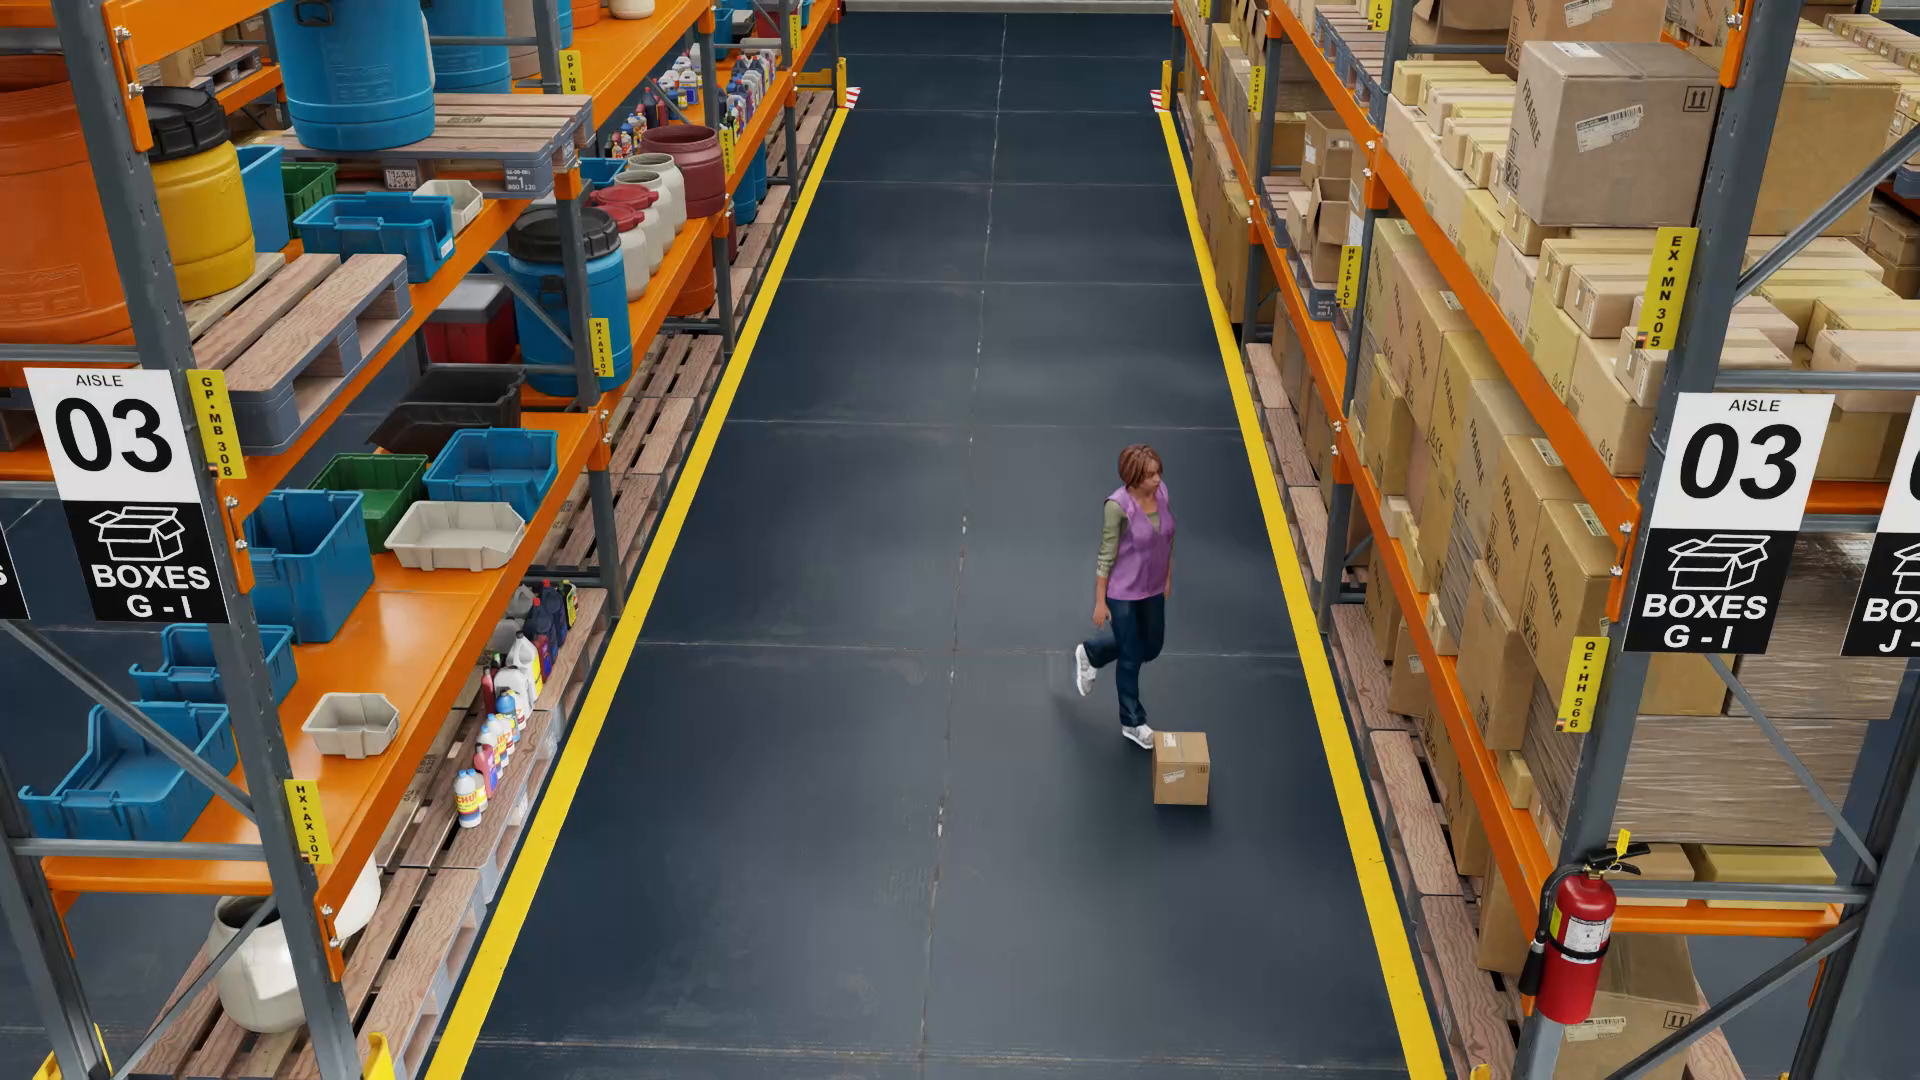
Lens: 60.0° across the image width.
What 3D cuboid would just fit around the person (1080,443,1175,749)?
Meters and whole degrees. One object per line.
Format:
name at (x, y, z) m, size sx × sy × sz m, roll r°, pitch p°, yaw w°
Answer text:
person at (0.839, 0.235, 8.175) m, size 0.466 × 1.578 × 0.664 m, roll -22°, pitch 35°, yaw -35°
